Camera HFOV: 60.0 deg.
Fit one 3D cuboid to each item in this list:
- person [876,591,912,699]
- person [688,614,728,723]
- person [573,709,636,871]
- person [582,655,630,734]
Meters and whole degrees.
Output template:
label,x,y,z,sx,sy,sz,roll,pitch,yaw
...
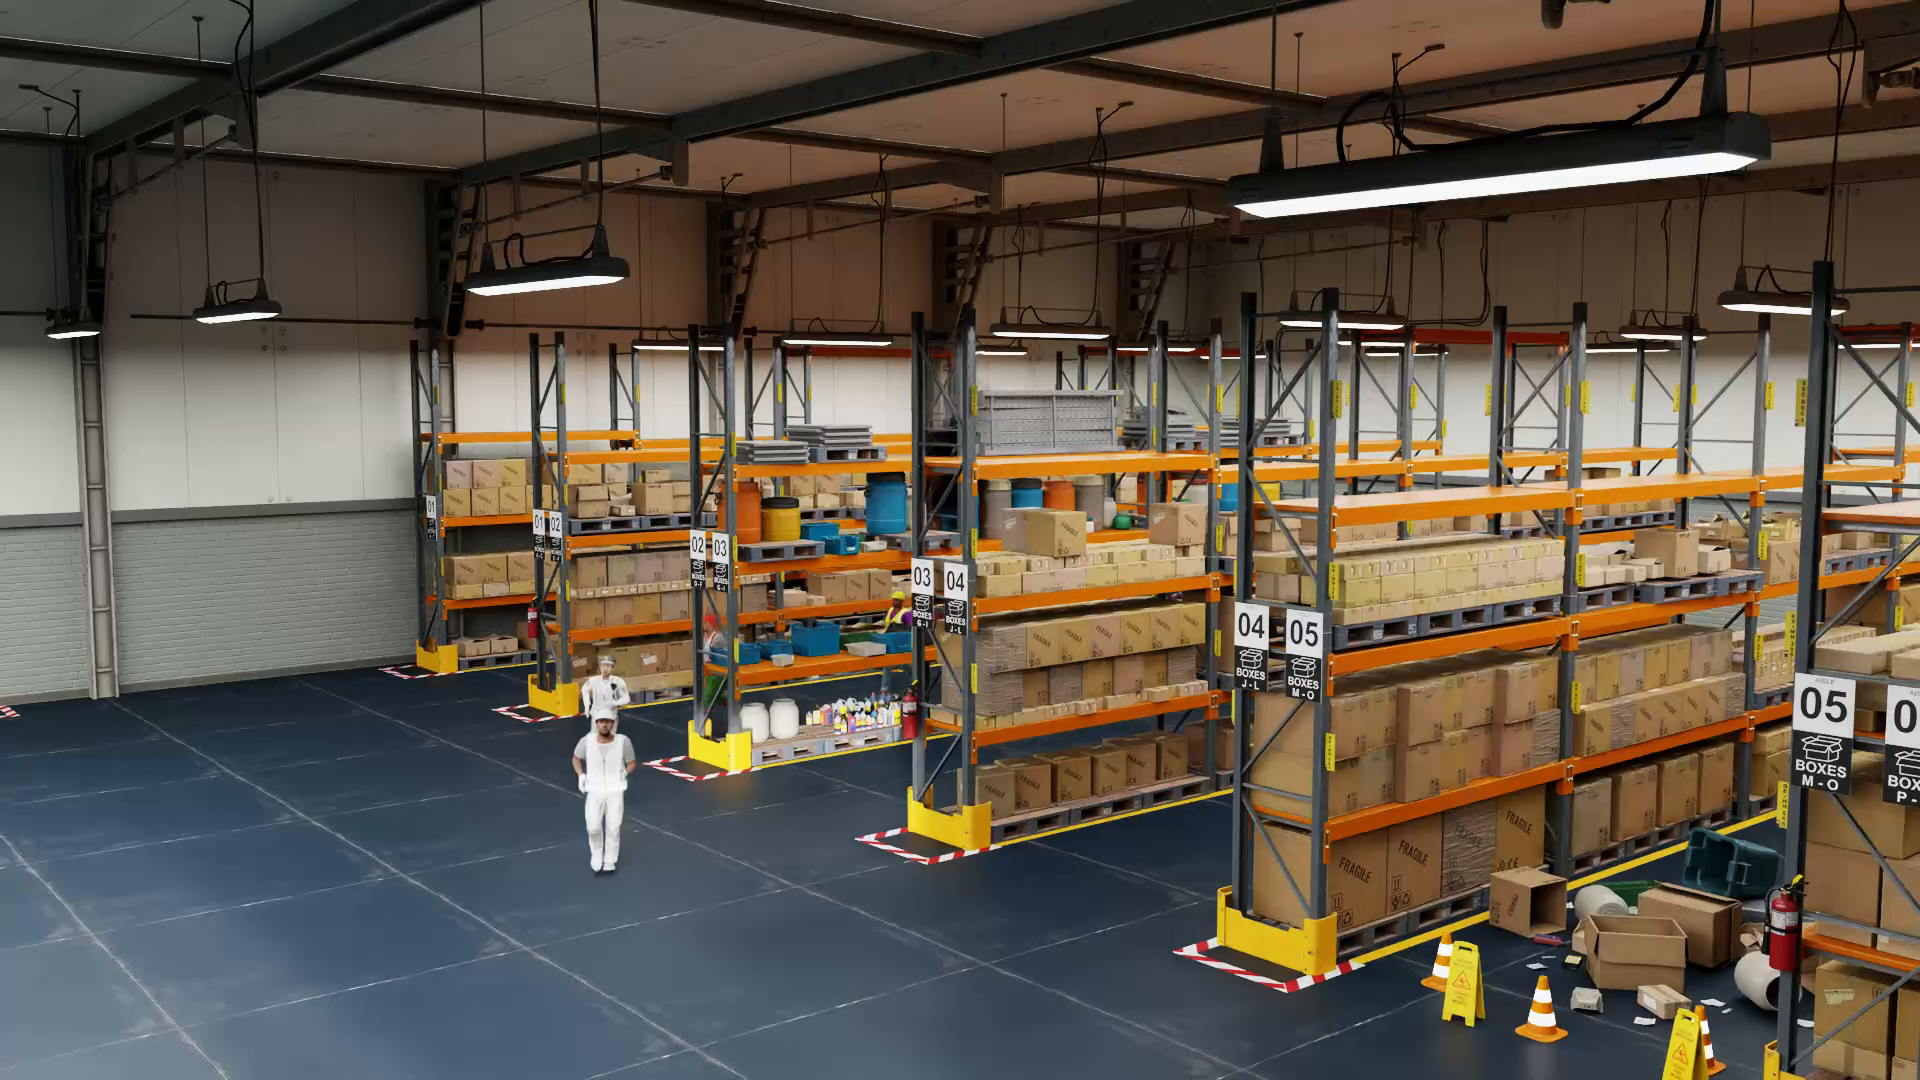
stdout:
label,x,y,z,sx,sy,sz,roll,pitch,yaw
person,-1.031,1.715,27.469,0.700,1.754,0.989,4,7,37
person,-3.632,1.987,24.710,0.993,1.790,0.668,-5,7,-42
person,-3.750,2.660,17.553,0.667,1.739,0.609,-1,5,-11
person,-4.602,2.336,21.627,0.617,1.720,0.635,-1,5,-10
